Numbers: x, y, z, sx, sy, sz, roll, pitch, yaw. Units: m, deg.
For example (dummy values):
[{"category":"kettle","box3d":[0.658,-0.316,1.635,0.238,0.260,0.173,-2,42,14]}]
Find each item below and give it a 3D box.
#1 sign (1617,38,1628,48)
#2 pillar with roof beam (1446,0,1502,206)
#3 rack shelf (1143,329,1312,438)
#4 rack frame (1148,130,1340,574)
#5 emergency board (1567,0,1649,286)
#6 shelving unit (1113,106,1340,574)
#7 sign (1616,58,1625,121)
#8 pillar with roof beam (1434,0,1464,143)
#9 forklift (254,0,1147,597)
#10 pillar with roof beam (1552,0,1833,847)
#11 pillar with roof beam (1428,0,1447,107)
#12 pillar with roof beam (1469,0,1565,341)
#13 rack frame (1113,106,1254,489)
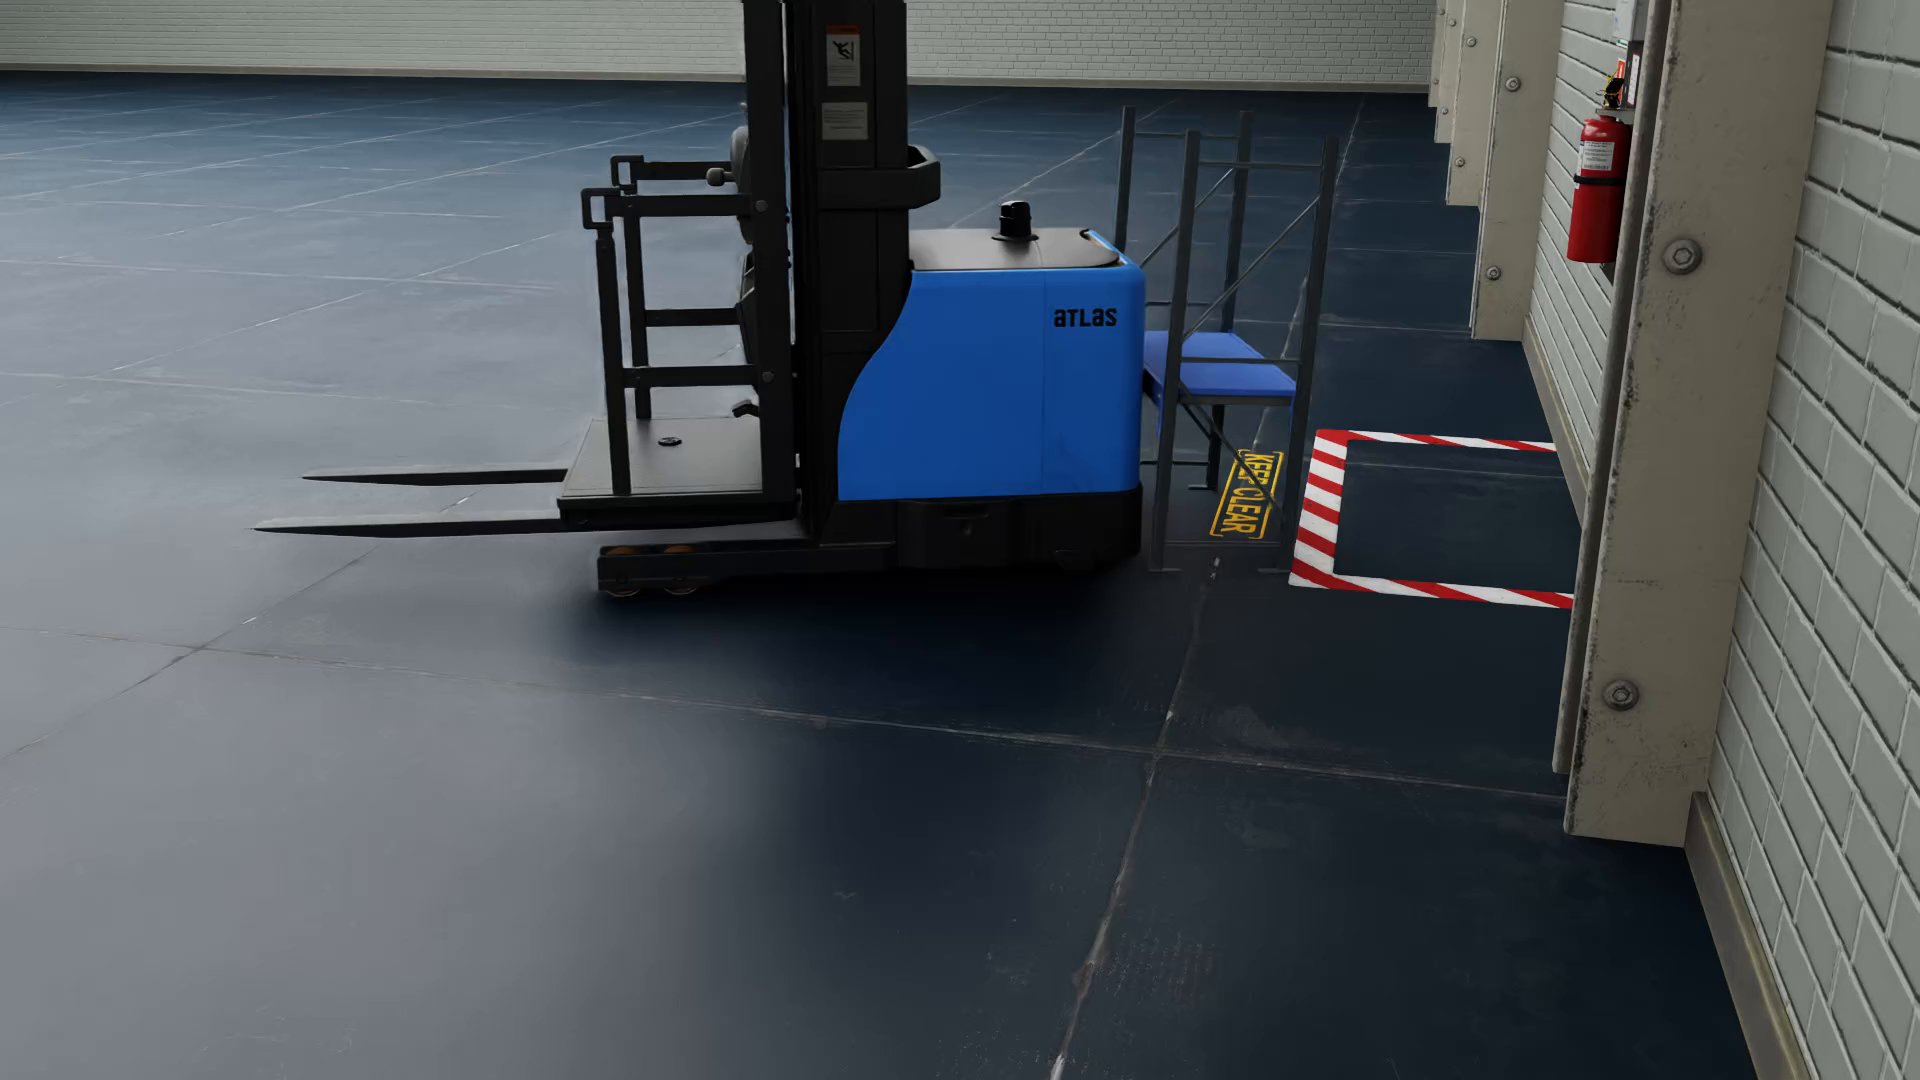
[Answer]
[{"category":"sign","box3d":[2.549,-1.953,6.388,0.001,0.109,0.331,5,19,13]},{"category":"pillar with roof beam","box3d":[0.440,-7.689,14.777,9.100,9.000,0.400,5,19,13]},{"category":"rack shelf","box3d":[0.880,-0.592,6.122,0.538,0.185,1.000,1,19,-7]},{"category":"rack frame","box3d":[0.941,-0.598,5.587,0.500,1.500,0.032,1,19,-7]},{"category":"emergency board","box3d":[2.324,-1.520,5.998,0.194,1.169,0.643,5,19,13]},{"category":"shelving unit","box3d":[0.888,-0.762,6.065,0.538,1.500,1.048,1,19,-7]},{"category":"sign","box3d":[2.559,-1.703,6.476,0.001,0.329,0.234,5,19,13]},{"category":"pillar with roof beam","box3d":[1.906,-9.570,20.283,9.100,9.000,0.400,5,19,13]},{"category":"forklift","box3d":[-0.914,-1.373,5.673,3.031,2.935,1.130,-2,19,-6]},{"category":"pillar with roof beam","box3d":[-2.492,-3.928,3.765,9.100,9.000,0.400,5,19,13]},{"category":"pillar with roof beam","box3d":[3.372,-11.450,25.789,9.100,9.000,0.400,5,19,13]},{"category":"pillar with roof beam","box3d":[-1.026,-5.808,9.271,9.100,9.000,0.400,5,19,13]},{"category":"rack frame","box3d":[0.834,-0.925,6.543,0.500,1.500,0.032,1,19,-7]}]
